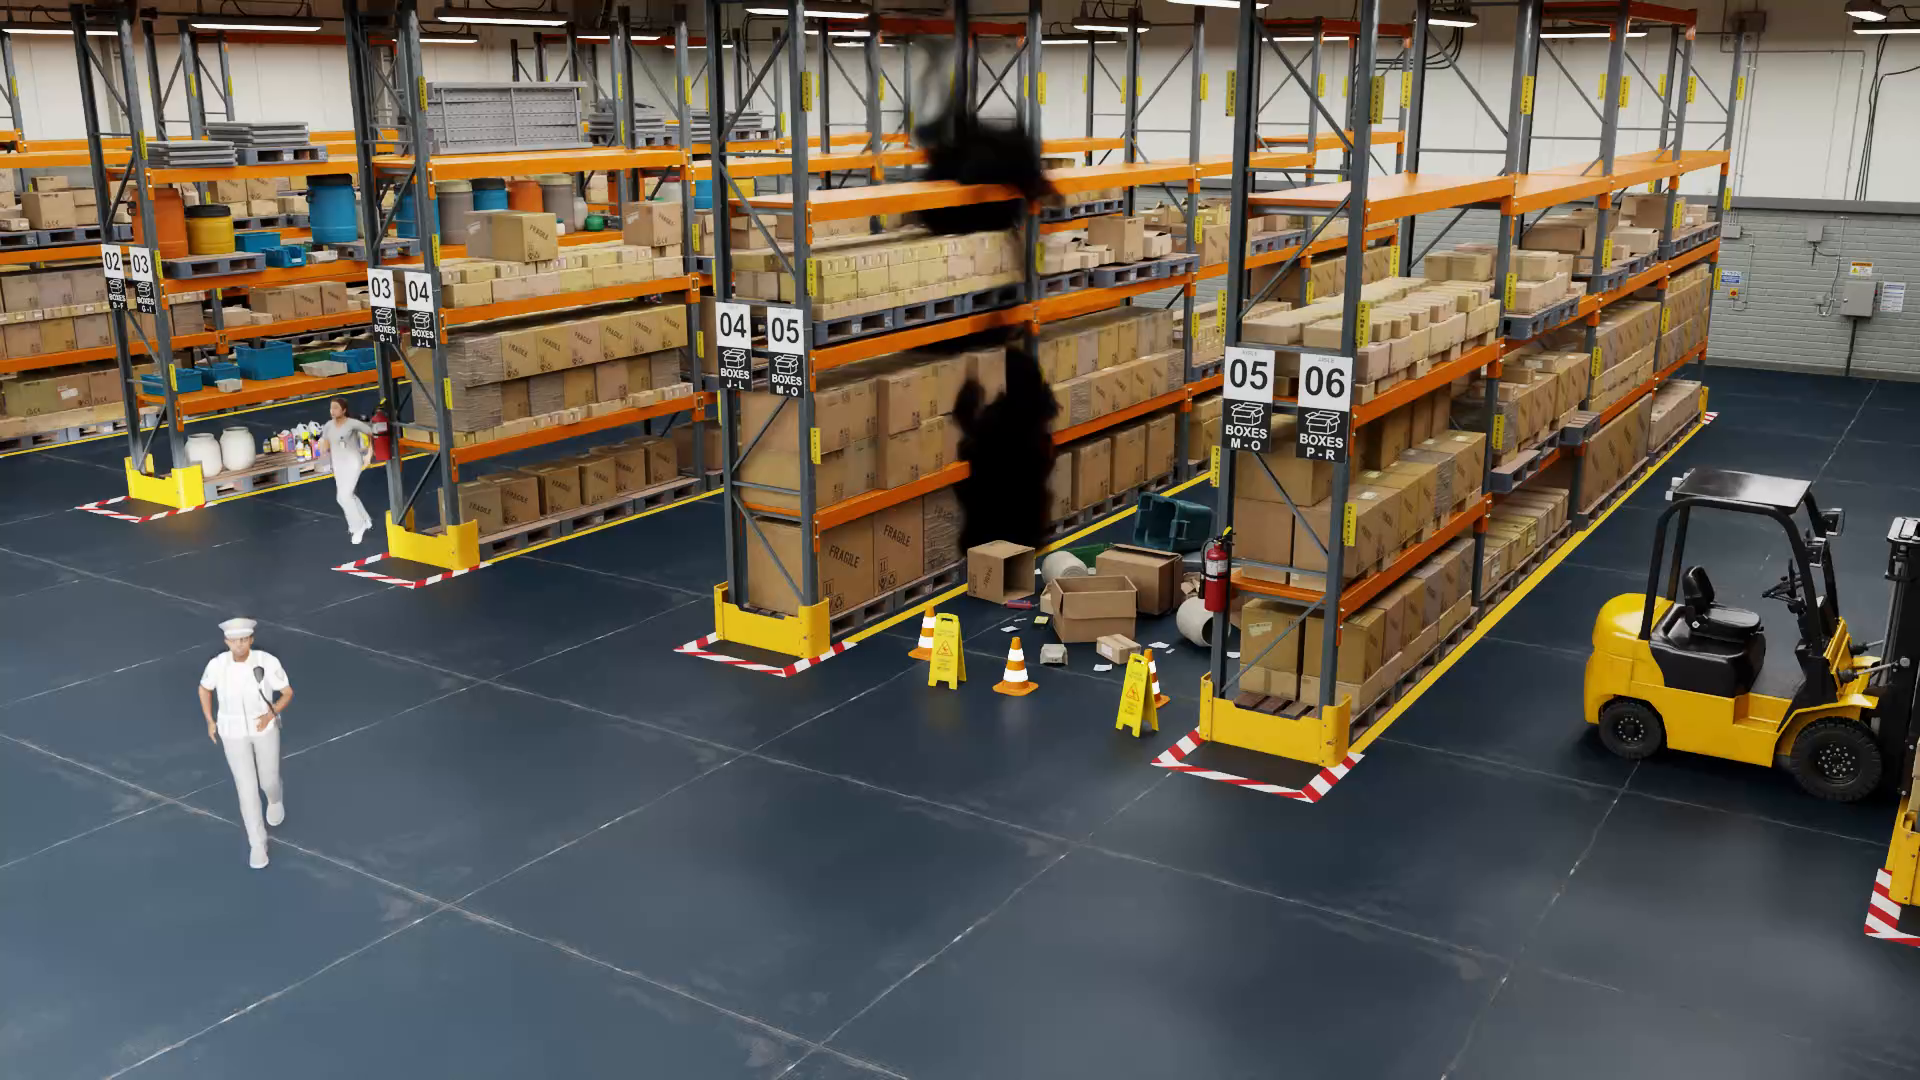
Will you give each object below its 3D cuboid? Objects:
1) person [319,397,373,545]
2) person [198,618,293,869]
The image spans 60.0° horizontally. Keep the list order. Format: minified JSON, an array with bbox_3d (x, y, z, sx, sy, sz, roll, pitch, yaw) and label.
[{"bbox_3d":[-6.993,-0.792,18.997,0.589,1.709,0.706,6,17,19],"label":"person"},{"bbox_3d":[-4.851,1.307,11.362,0.597,1.689,0.809,-6,17,-20],"label":"person"}]
